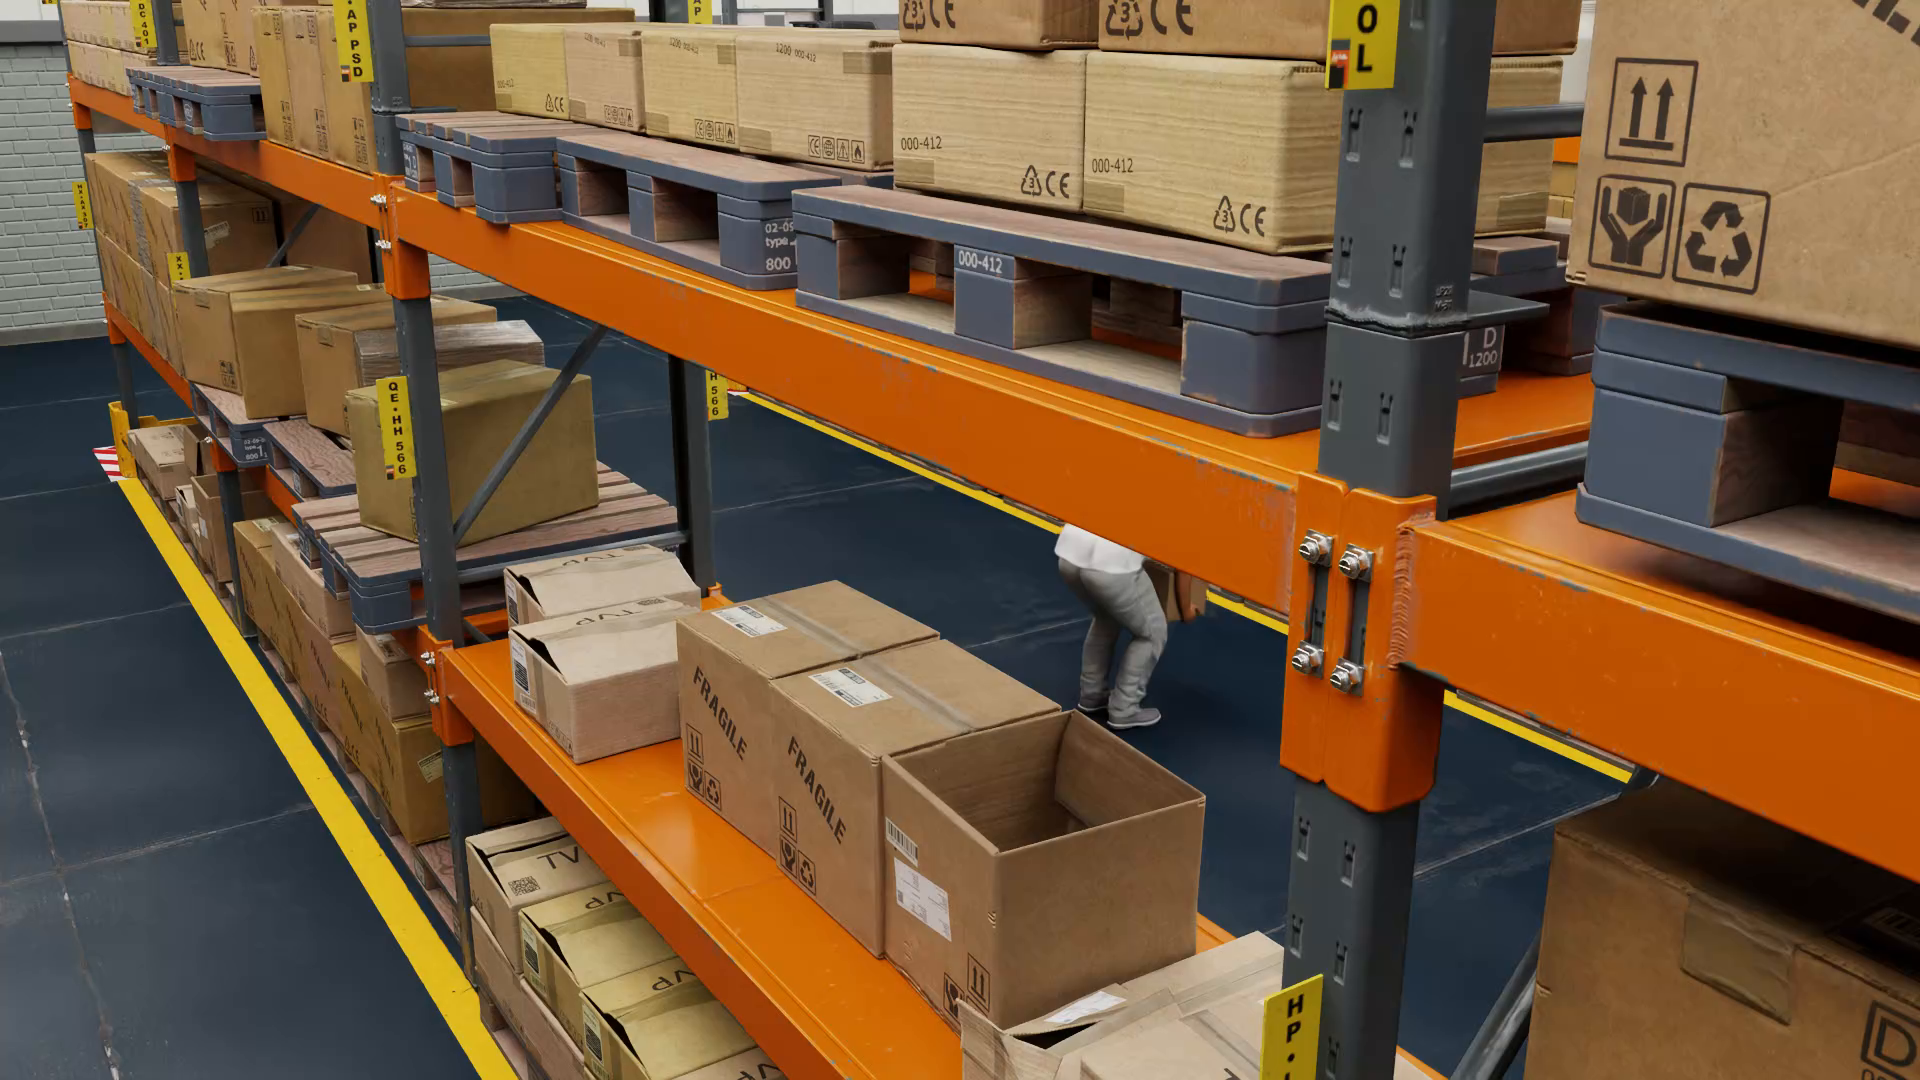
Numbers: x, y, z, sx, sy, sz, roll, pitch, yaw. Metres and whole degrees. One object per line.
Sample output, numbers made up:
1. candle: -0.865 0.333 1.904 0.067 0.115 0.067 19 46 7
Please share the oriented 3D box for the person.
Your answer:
1. person: 0.868 0.223 7.983 0.883 1.291 0.460 -12 22 -33
